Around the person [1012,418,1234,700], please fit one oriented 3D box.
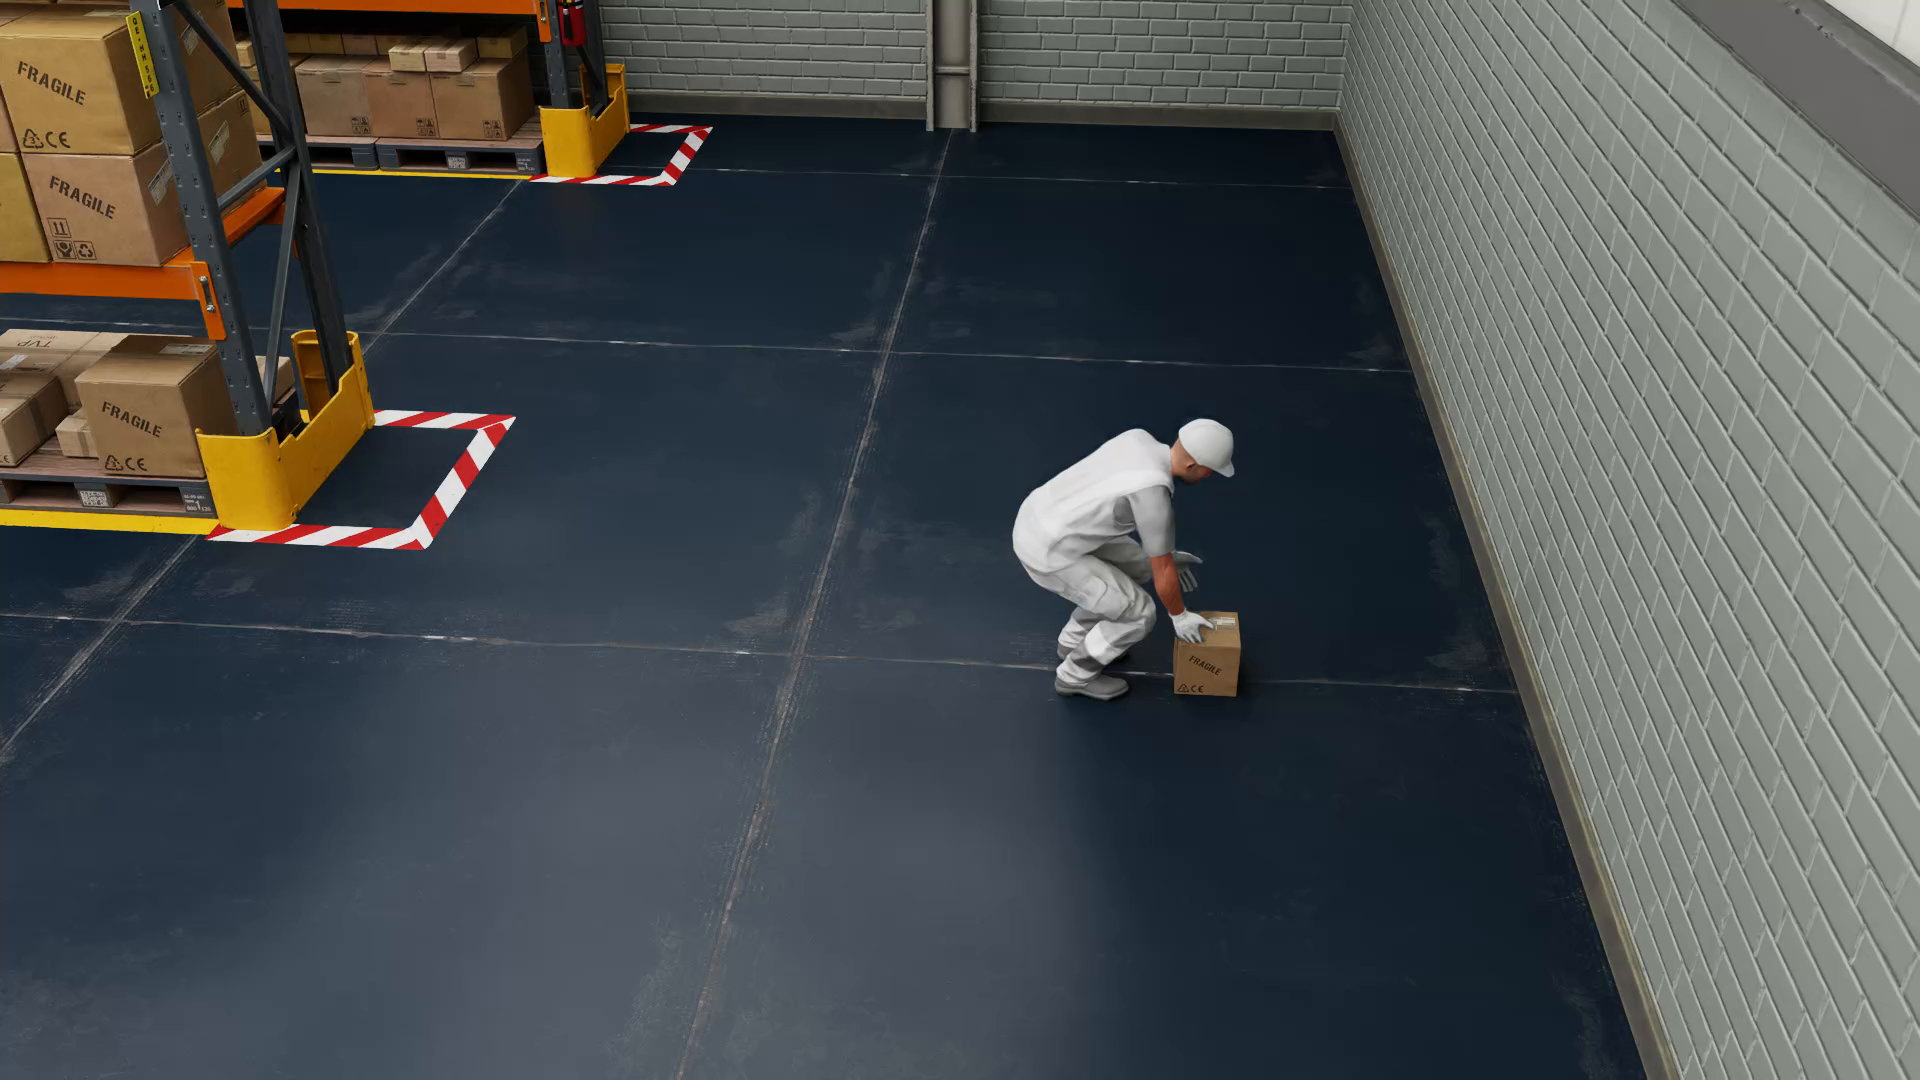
[{"bbox_3d":[0.636,0.037,6.642,0.852,1.172,0.585,2,32,4],"label":"person"}]
